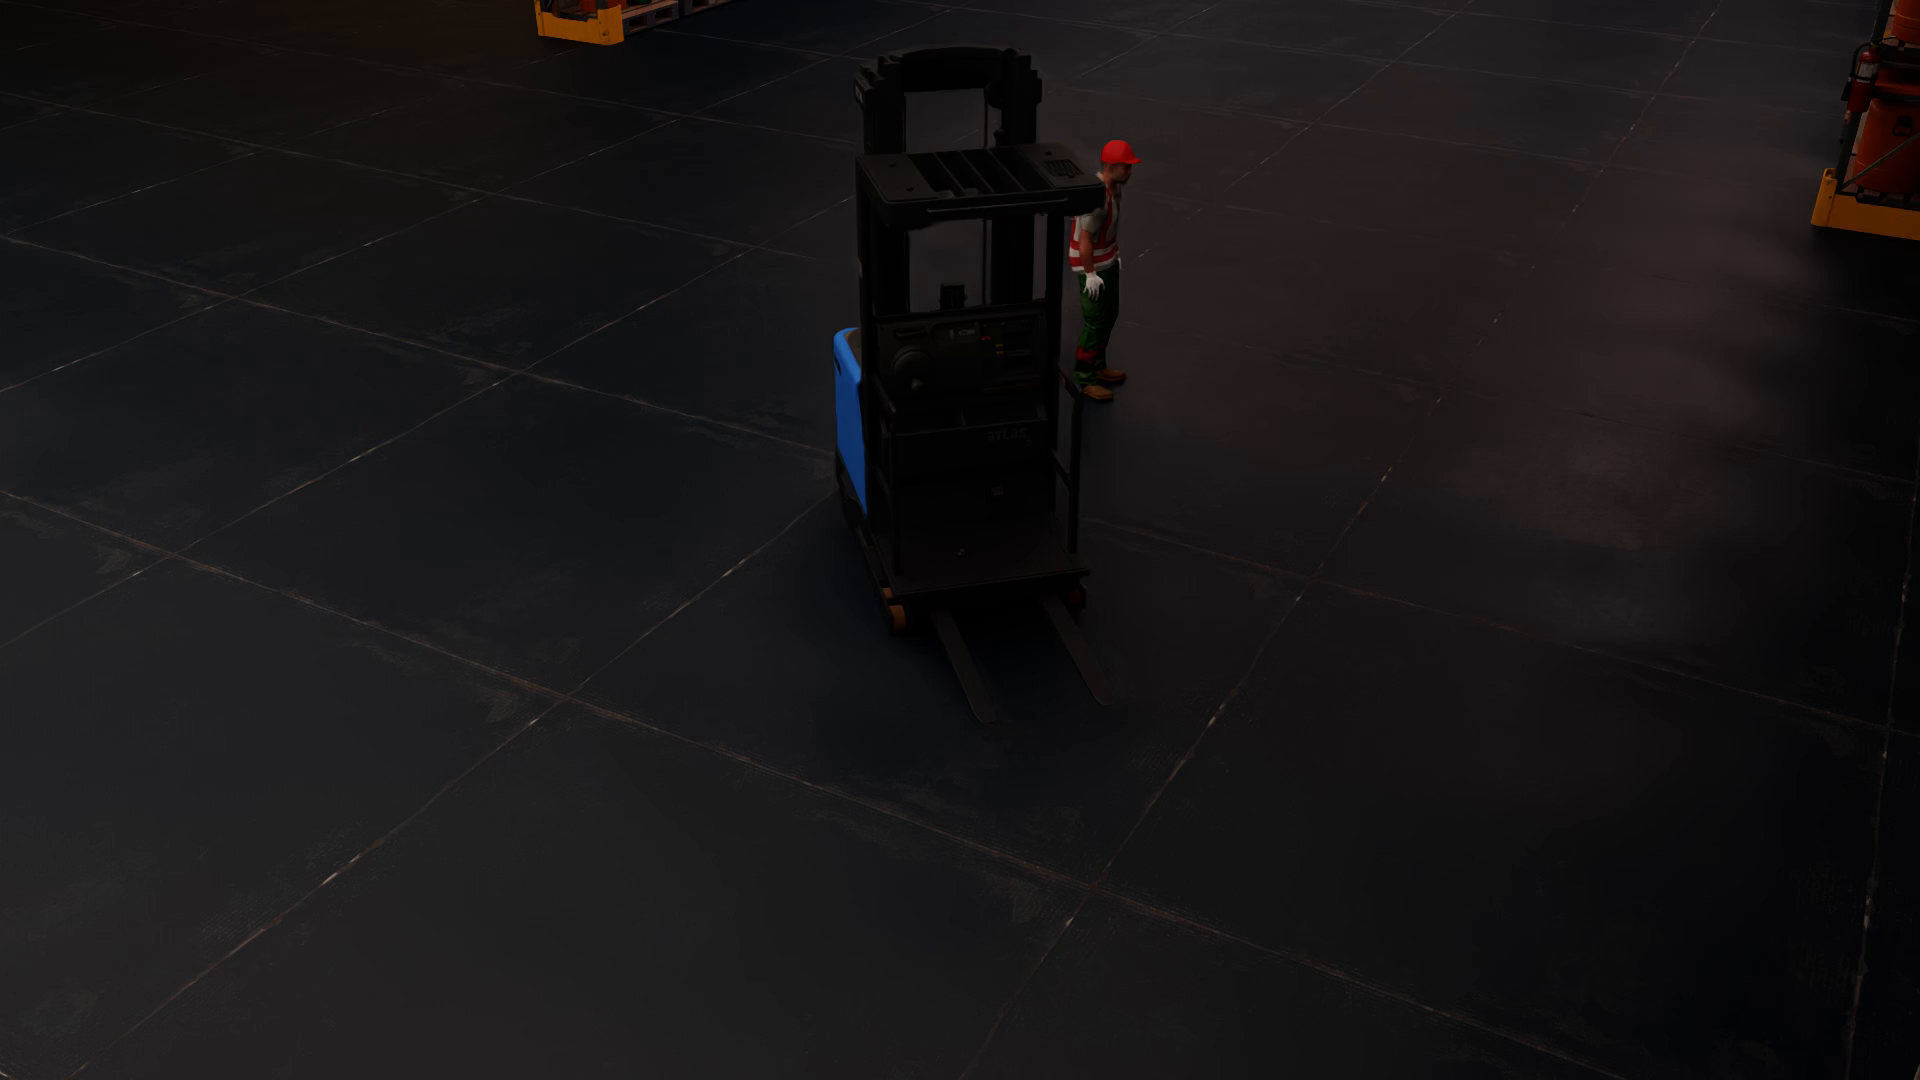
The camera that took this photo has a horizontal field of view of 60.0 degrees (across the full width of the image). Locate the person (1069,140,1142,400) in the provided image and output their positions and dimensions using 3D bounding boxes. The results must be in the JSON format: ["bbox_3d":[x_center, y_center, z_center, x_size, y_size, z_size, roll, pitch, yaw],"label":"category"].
[{"bbox_3d":[0.988,-1.887,11.499,0.454,1.777,0.608,10,32,17],"label":"person"}]

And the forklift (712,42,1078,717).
[{"bbox_3d":[-0.332,-0.981,8.771,1.130,2.935,3.031,12,32,20],"label":"forklift"}]
